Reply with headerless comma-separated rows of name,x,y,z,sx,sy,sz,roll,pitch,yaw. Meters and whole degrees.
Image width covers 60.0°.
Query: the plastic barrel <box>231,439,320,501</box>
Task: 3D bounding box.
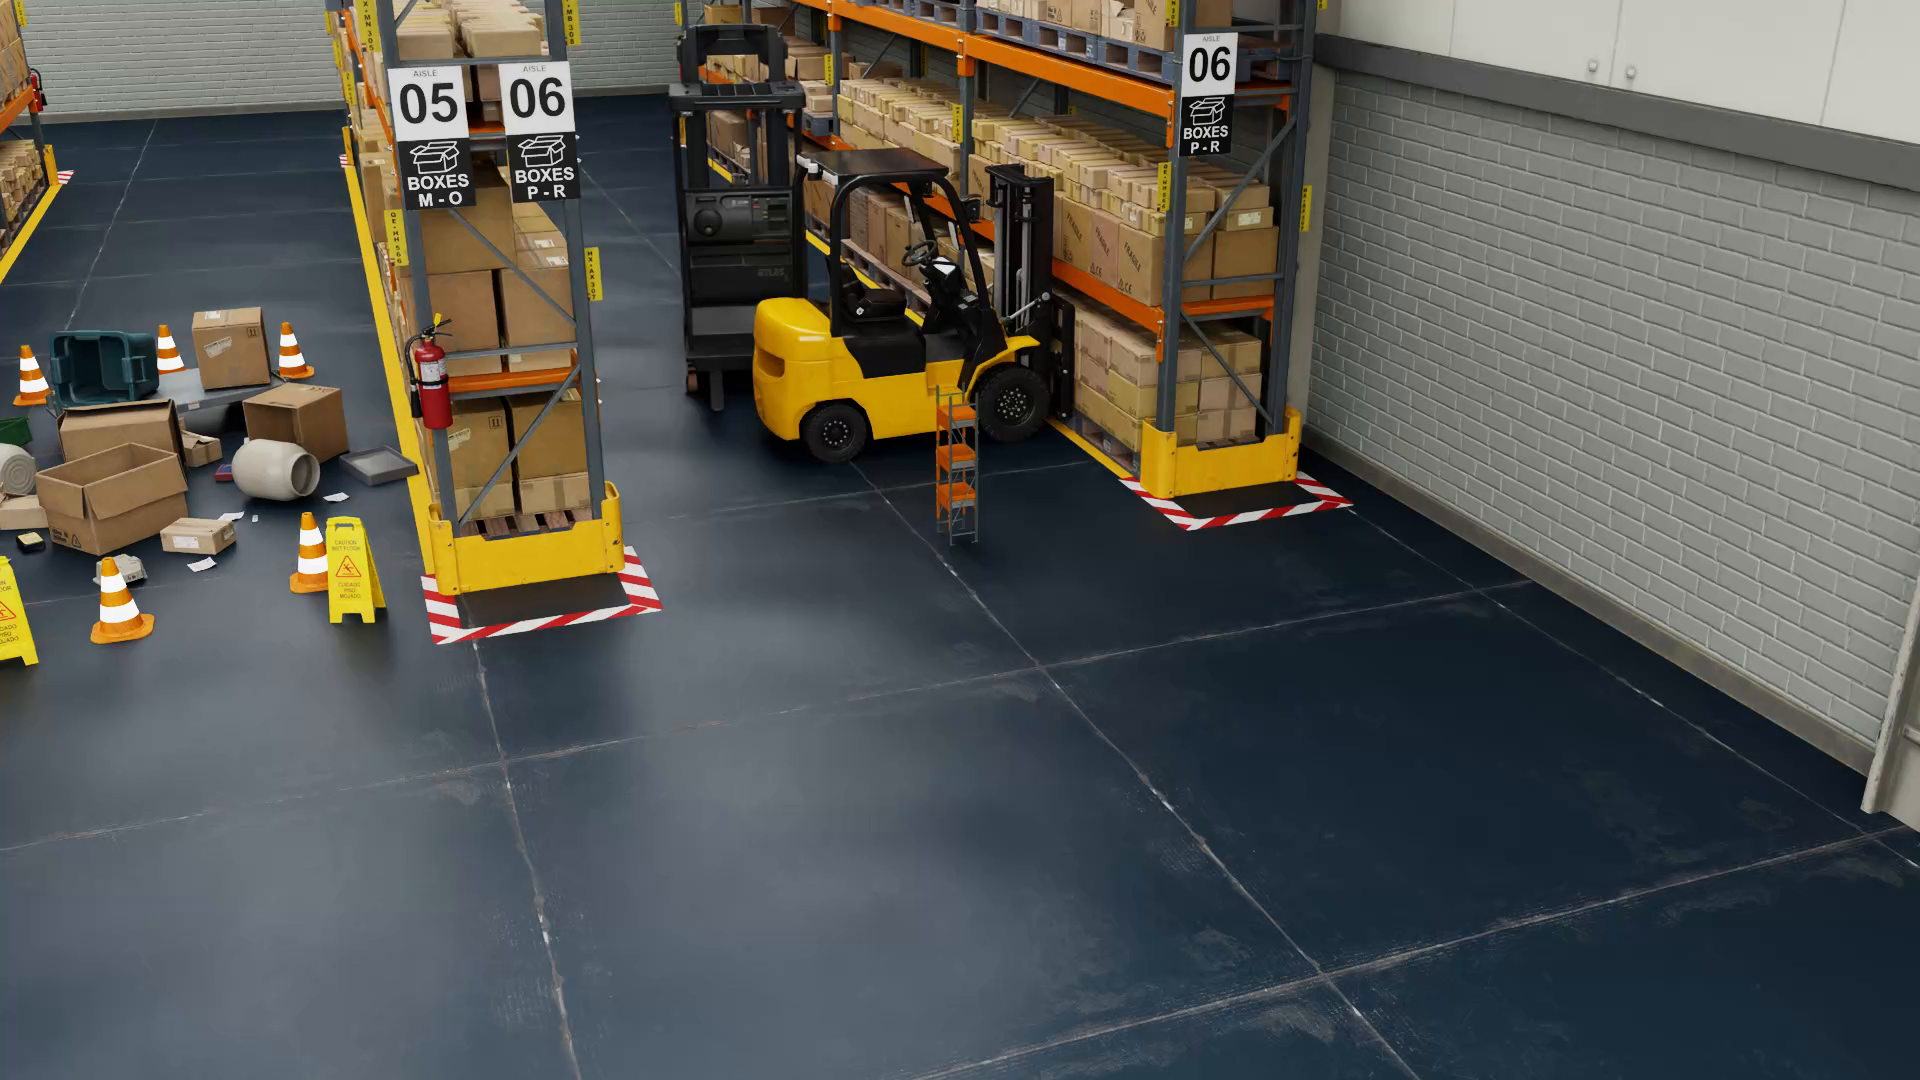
plastic barrel,-4.889,-0.497,11.883,0.512,0.421,0.421,8,24,18

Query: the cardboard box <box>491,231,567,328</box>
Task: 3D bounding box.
cardboard box,-2.836,-1.722,10.962,0.500,0.500,0.500,-8,24,-17

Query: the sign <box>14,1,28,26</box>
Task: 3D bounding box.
sign,-12.464,-6.987,22.067,0.100,0.325,0.005,-8,24,-19

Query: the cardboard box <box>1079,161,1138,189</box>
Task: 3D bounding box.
cardboard box,1.128,-2.764,12.598,0.380,0.149,0.250,-8,24,-18

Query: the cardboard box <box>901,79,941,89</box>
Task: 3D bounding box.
cardboard box,-0.425,-4.905,18.062,0.380,0.149,0.250,-8,24,-18

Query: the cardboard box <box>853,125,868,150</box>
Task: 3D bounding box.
cardboard box,-0.825,-4.283,17.743,0.500,0.250,0.500,-9,24,-20

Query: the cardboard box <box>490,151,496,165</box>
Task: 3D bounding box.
cardboard box,-4.053,-3.181,13.882,0.500,0.500,0.500,-8,24,-18

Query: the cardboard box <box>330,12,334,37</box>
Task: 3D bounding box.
cardboard box,-8.492,-7.248,23.168,0.500,0.500,0.500,-9,24,-20

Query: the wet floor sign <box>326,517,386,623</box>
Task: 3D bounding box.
wet floor sign,-3.676,0.160,10.040,0.267,0.644,0.232,0,23,-1

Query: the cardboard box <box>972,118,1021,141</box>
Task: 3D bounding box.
cardboard box,0.322,-3.602,14.588,0.380,0.149,0.250,-8,24,-18

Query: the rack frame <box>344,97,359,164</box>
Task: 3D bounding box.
rack frame,-8.395,-6.955,23.889,1.000,3.000,0.127,-8,24,-19

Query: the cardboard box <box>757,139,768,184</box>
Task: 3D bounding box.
cardboard box,-2.379,-5.019,21.973,0.500,0.500,0.500,-7,24,-17

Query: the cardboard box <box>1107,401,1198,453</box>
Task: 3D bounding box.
cardboard box,1.438,-0.877,12.469,0.500,0.250,0.500,-8,24,-19

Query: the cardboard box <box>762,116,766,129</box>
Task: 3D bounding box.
cardboard box,-2.405,-5.503,21.903,0.380,0.149,0.250,-9,24,-20

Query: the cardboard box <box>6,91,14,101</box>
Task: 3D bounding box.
cardboard box,-12.278,-5.669,21.163,0.380,0.149,0.250,-9,25,-21

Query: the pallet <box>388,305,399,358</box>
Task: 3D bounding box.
pallet,-4.867,-2.036,15.809,1.003,0.211,1.213,-8,24,-19

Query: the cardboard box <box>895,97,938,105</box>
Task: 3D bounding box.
cardboard box,-0.441,-4.370,16.793,0.380,0.149,0.250,-8,24,-19

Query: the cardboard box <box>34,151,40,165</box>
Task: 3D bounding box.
cardboard box,-12.537,-5.103,22.242,0.380,0.149,0.250,-9,24,-20

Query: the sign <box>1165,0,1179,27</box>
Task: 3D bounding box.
sign,1.387,-3.508,10.810,0.100,0.325,0.005,-8,24,-19

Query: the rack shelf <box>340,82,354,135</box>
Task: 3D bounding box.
rack shelf,-7.688,-5.896,22.304,1.077,0.370,4.000,-8,24,-19

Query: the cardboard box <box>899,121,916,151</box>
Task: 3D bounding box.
cardboard box,-0.290,-3.954,16.318,0.500,0.250,0.500,-8,24,-18

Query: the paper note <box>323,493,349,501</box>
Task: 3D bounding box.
paper note,-4.479,-0.311,11.950,0.142,0.019,0.148,-18,29,-37

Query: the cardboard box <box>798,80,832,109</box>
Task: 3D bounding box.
cardboard box,-1.602,-5.194,19.363,0.500,0.250,0.500,-10,25,-21

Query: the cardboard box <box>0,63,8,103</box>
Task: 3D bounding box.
cardboard box,-11.842,-5.550,20.044,0.500,0.500,0.500,-9,24,-20

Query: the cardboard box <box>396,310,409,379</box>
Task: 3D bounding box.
cardboard box,-4.200,-1.615,13.254,0.500,0.500,0.500,-7,24,-16

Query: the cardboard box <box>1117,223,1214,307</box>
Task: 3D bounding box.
cardboard box,1.480,-2.012,12.034,0.500,0.500,0.500,-9,24,-20

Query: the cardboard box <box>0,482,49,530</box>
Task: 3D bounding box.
cardboard box,-6.421,-0.247,11.494,0.396,0.266,0.258,-4,23,-10

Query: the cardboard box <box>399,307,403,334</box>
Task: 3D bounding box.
cardboard box,-4.029,-1.674,12.558,0.380,0.149,0.250,-7,24,-17

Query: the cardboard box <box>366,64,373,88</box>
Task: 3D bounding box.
cardboard box,-3.902,-3.234,11.521,0.380,0.149,0.250,-9,24,-20

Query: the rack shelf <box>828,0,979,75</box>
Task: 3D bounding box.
rack shelf,-0.220,-5.054,16.444,1.077,0.370,4.000,-8,24,-19

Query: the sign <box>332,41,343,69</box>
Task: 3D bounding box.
sign,-7.500,-5.860,20.075,0.100,0.325,0.005,-8,24,-19

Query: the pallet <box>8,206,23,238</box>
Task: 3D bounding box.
pallet,-11.847,-3.740,19.851,1.003,0.211,1.213,-8,24,-19

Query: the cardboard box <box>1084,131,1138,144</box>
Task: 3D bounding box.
cardboard box,1.258,-3.314,13.903,0.380,0.149,0.250,-9,24,-20

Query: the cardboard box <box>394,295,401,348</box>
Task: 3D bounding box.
cardboard box,-4.600,-2.028,15.042,0.950,0.372,0.625,-7,24,-16

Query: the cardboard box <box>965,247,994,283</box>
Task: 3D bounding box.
cardboard box,0.364,-2.445,14.902,0.500,0.250,0.500,-9,24,-20

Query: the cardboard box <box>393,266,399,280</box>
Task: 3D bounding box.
cardboard box,-3.897,-2.216,12.134,0.500,0.500,0.500,-9,24,-19

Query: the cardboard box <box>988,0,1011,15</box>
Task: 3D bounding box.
cardboard box,0.553,-4.522,13.700,0.500,0.311,0.500,-8,24,-18

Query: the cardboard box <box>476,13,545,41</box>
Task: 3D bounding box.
cardboard box,-2.831,-3.222,10.468,0.380,0.149,0.250,-8,24,-19

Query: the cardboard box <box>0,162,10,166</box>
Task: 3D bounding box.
cardboard box,-11.983,-4.569,20.593,0.380,0.149,0.250,-9,25,-21

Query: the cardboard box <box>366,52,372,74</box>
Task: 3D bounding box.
cardboard box,-3.720,-3.294,11.152,0.500,0.250,0.500,-8,24,-18

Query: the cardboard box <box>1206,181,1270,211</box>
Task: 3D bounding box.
cardboard box,1.981,-2.457,11.870,0.380,0.149,0.250,-9,24,-20

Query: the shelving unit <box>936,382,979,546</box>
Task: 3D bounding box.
shelving unit,-0.019,-0.503,11.092,0.215,1.050,0.252,-8,24,-19

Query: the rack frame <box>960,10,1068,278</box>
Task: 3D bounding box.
rack frame,0.487,-3.277,15.163,1.000,3.000,0.127,-8,24,-19

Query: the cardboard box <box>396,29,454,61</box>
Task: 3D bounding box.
cardboard box,-3.138,-2.857,9.602,0.380,0.149,0.250,-8,24,-18

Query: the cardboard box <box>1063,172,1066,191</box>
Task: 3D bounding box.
cardboard box,1.035,-2.822,13.119,0.380,0.149,0.250,-9,24,-19

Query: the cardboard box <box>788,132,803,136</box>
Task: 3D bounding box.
cardboard box,-2.190,-5.176,21.510,0.380,0.149,0.250,-10,25,-22

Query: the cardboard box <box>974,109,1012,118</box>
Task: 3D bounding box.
cardboard box,0.320,-4.065,16.067,0.380,0.149,0.250,-9,24,-20

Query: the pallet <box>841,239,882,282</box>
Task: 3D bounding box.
pallet,-0.672,-3.141,18.430,1.003,0.211,1.213,-8,24,-19

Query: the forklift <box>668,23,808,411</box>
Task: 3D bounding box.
forklift,-1.838,-2.764,14.033,1.130,2.935,3.031,-3,23,-8

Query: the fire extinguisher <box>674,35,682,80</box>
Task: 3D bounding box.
fire extinguisher,-4.237,-7.420,25.571,0.296,0.674,0.183,-8,24,-19

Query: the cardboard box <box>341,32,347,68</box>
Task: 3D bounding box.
cardboard box,-6.890,-5.628,19.324,0.500,0.500,0.500,-8,24,-19

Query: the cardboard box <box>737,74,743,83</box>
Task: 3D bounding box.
cardboard box,-2.801,-6.241,22.518,0.380,0.149,0.250,-8,24,-18

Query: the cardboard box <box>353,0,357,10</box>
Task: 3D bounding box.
cardboard box,-4.350,-4.069,12.477,0.380,0.149,0.250,-9,24,-20
